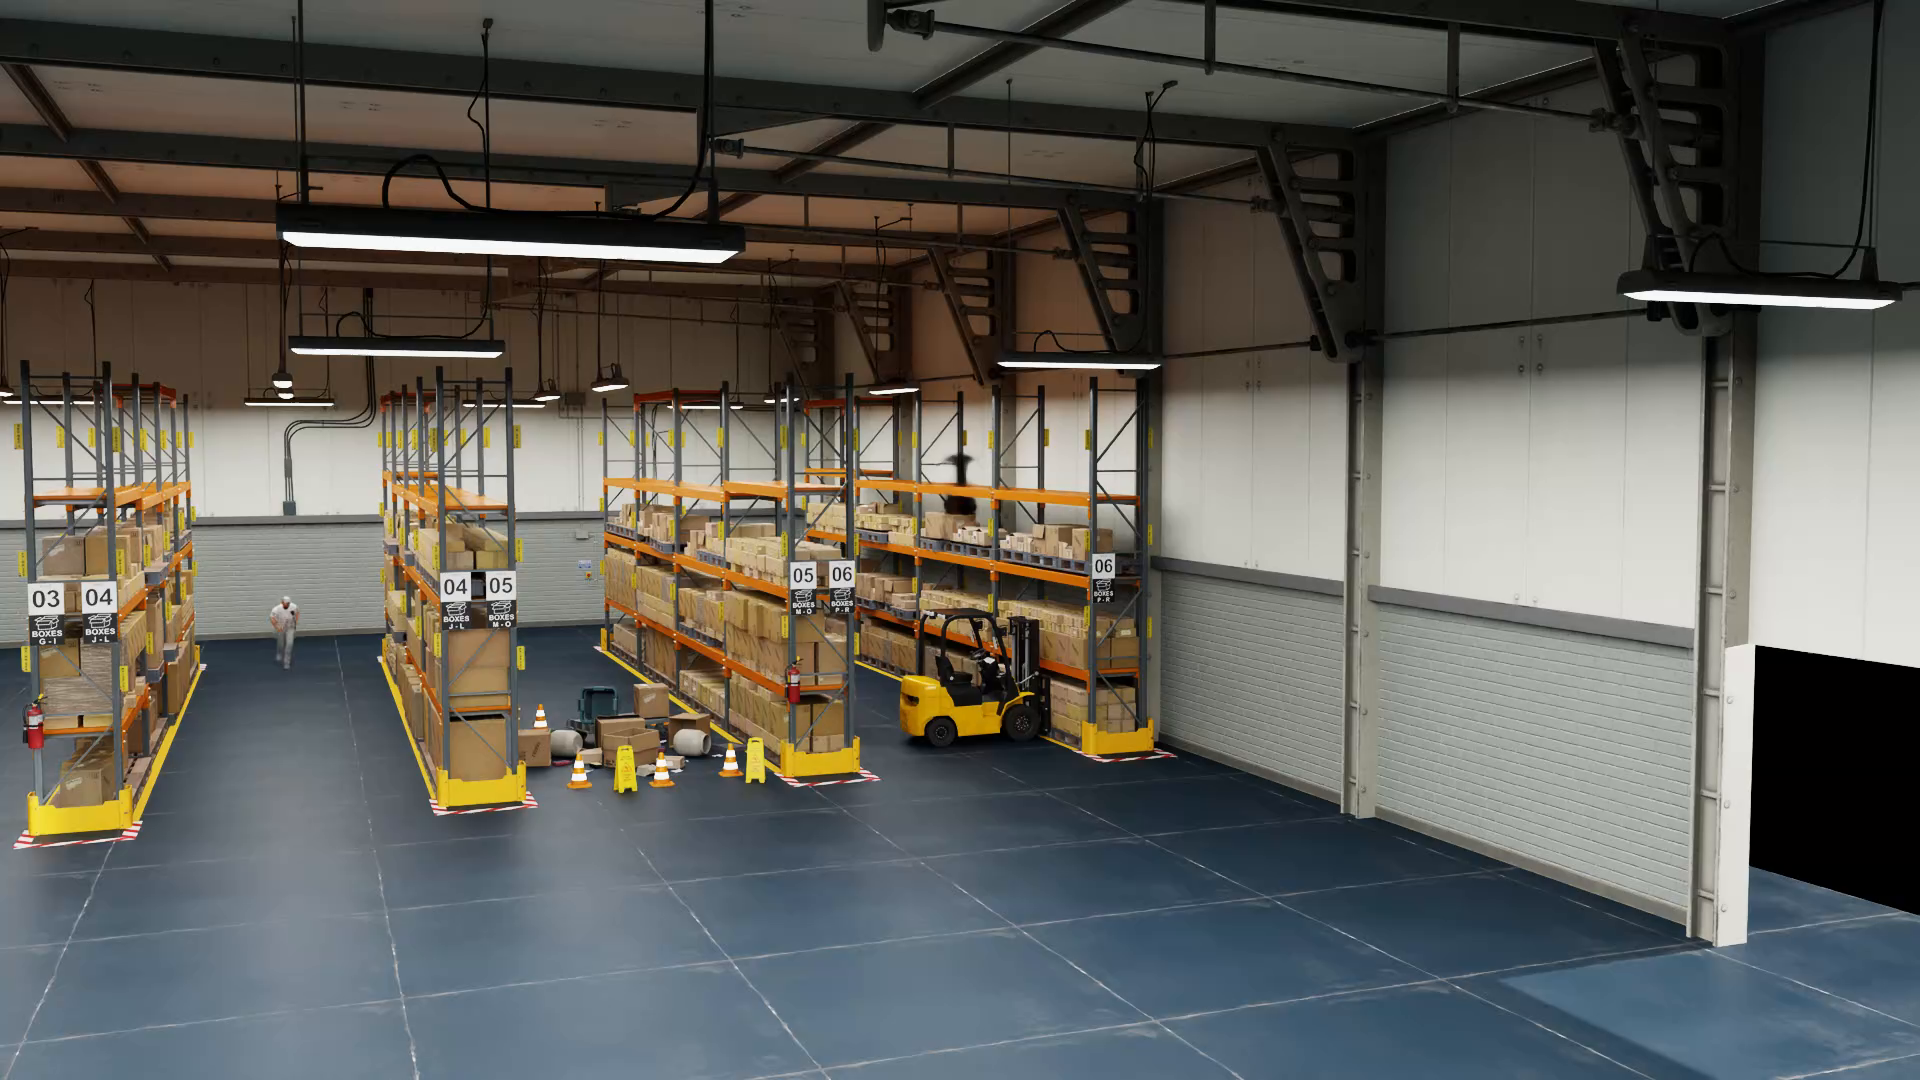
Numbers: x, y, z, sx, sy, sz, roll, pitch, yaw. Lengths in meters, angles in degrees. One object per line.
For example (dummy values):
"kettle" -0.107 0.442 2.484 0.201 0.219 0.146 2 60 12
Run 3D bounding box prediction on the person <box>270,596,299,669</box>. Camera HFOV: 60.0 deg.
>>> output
"person" -14.937 2.022 36.741 0.627 1.629 1.004 -2 4 -36

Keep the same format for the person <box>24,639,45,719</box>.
"person" -16.656 2.367 30.150 0.541 1.707 0.842 -1 4 -15
